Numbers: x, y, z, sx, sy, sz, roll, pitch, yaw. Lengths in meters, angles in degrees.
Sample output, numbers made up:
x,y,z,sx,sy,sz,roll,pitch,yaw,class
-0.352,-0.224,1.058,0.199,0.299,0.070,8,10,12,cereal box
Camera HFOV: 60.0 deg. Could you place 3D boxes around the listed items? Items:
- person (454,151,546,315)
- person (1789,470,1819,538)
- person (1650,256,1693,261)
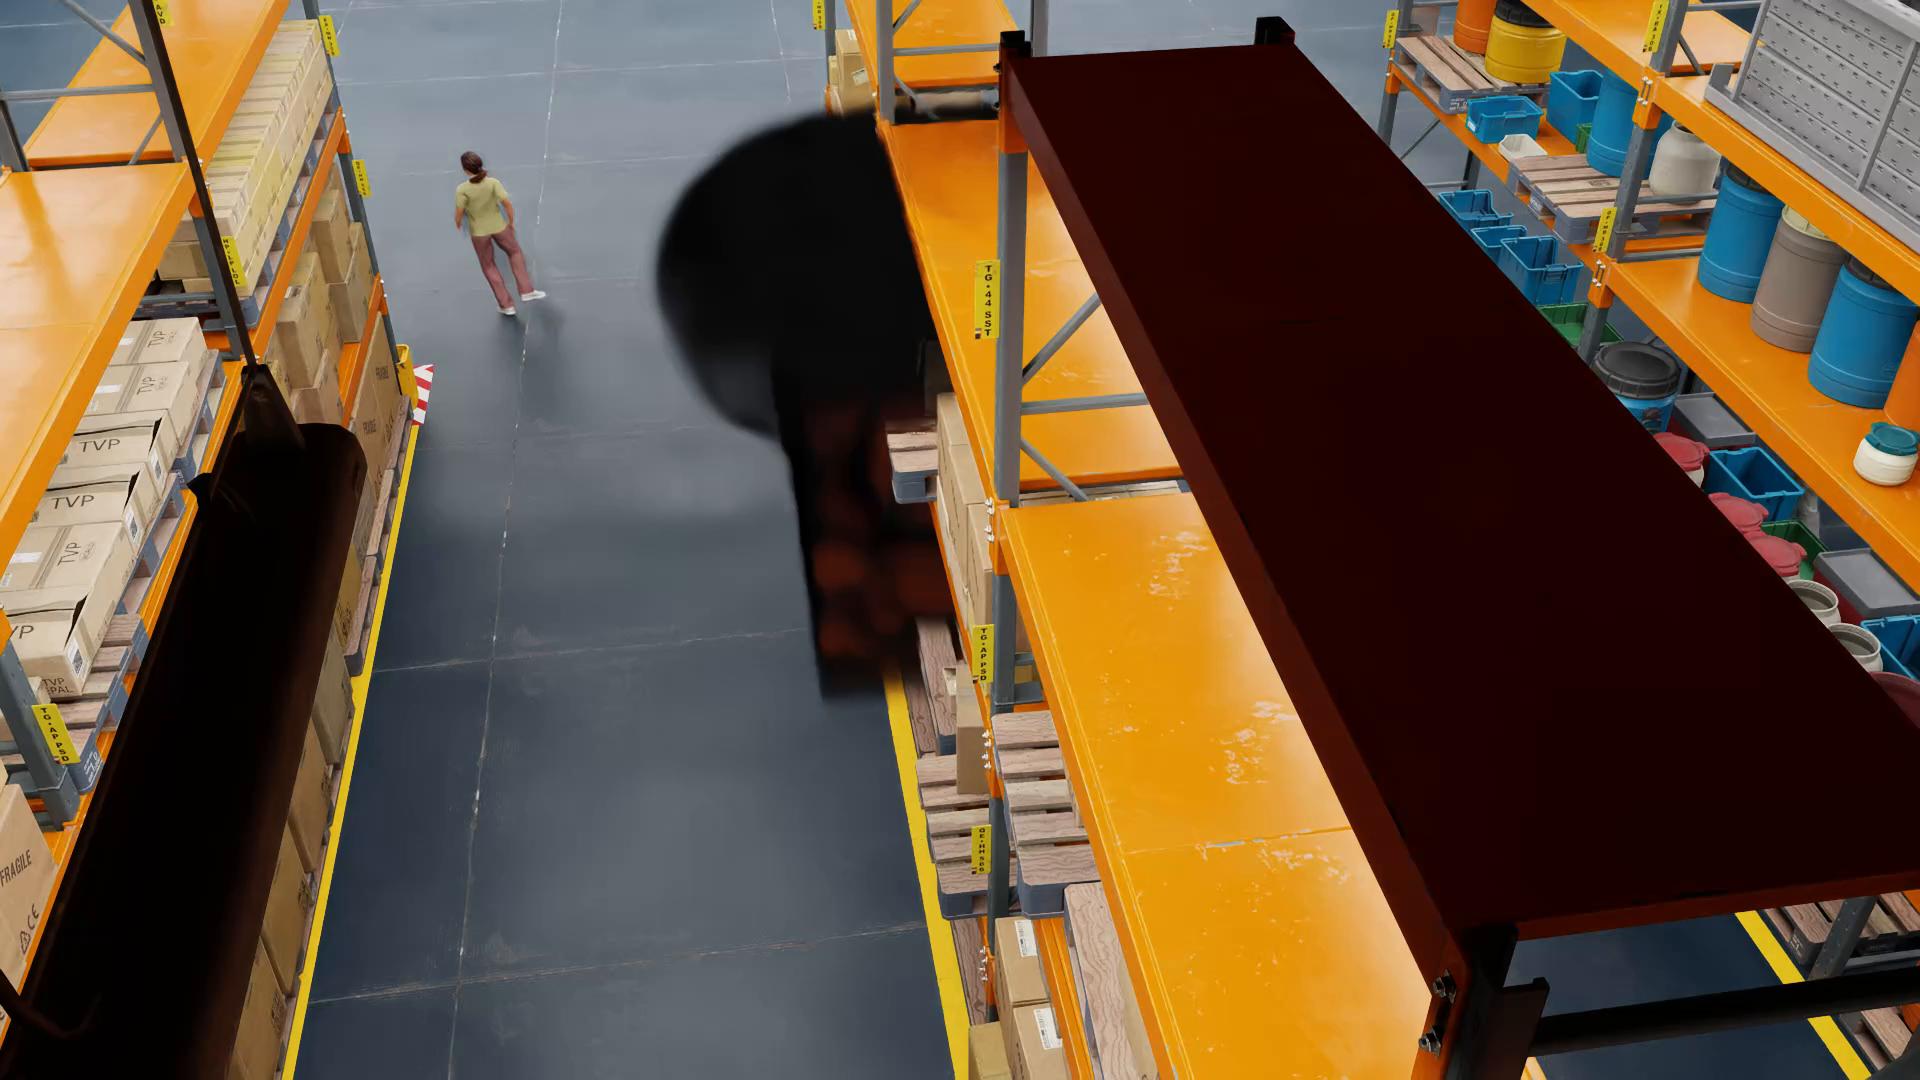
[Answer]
x,y,z,sx,sy,sz,roll,pitch,yaw,class
-4.520,-3.010,16.181,0.714,1.662,0.559,-20,41,-25,person
6.454,-0.667,12.488,0.651,1.861,0.721,-9,37,-12,person
6.703,-2.810,15.528,0.853,1.608,0.612,17,40,22,person
